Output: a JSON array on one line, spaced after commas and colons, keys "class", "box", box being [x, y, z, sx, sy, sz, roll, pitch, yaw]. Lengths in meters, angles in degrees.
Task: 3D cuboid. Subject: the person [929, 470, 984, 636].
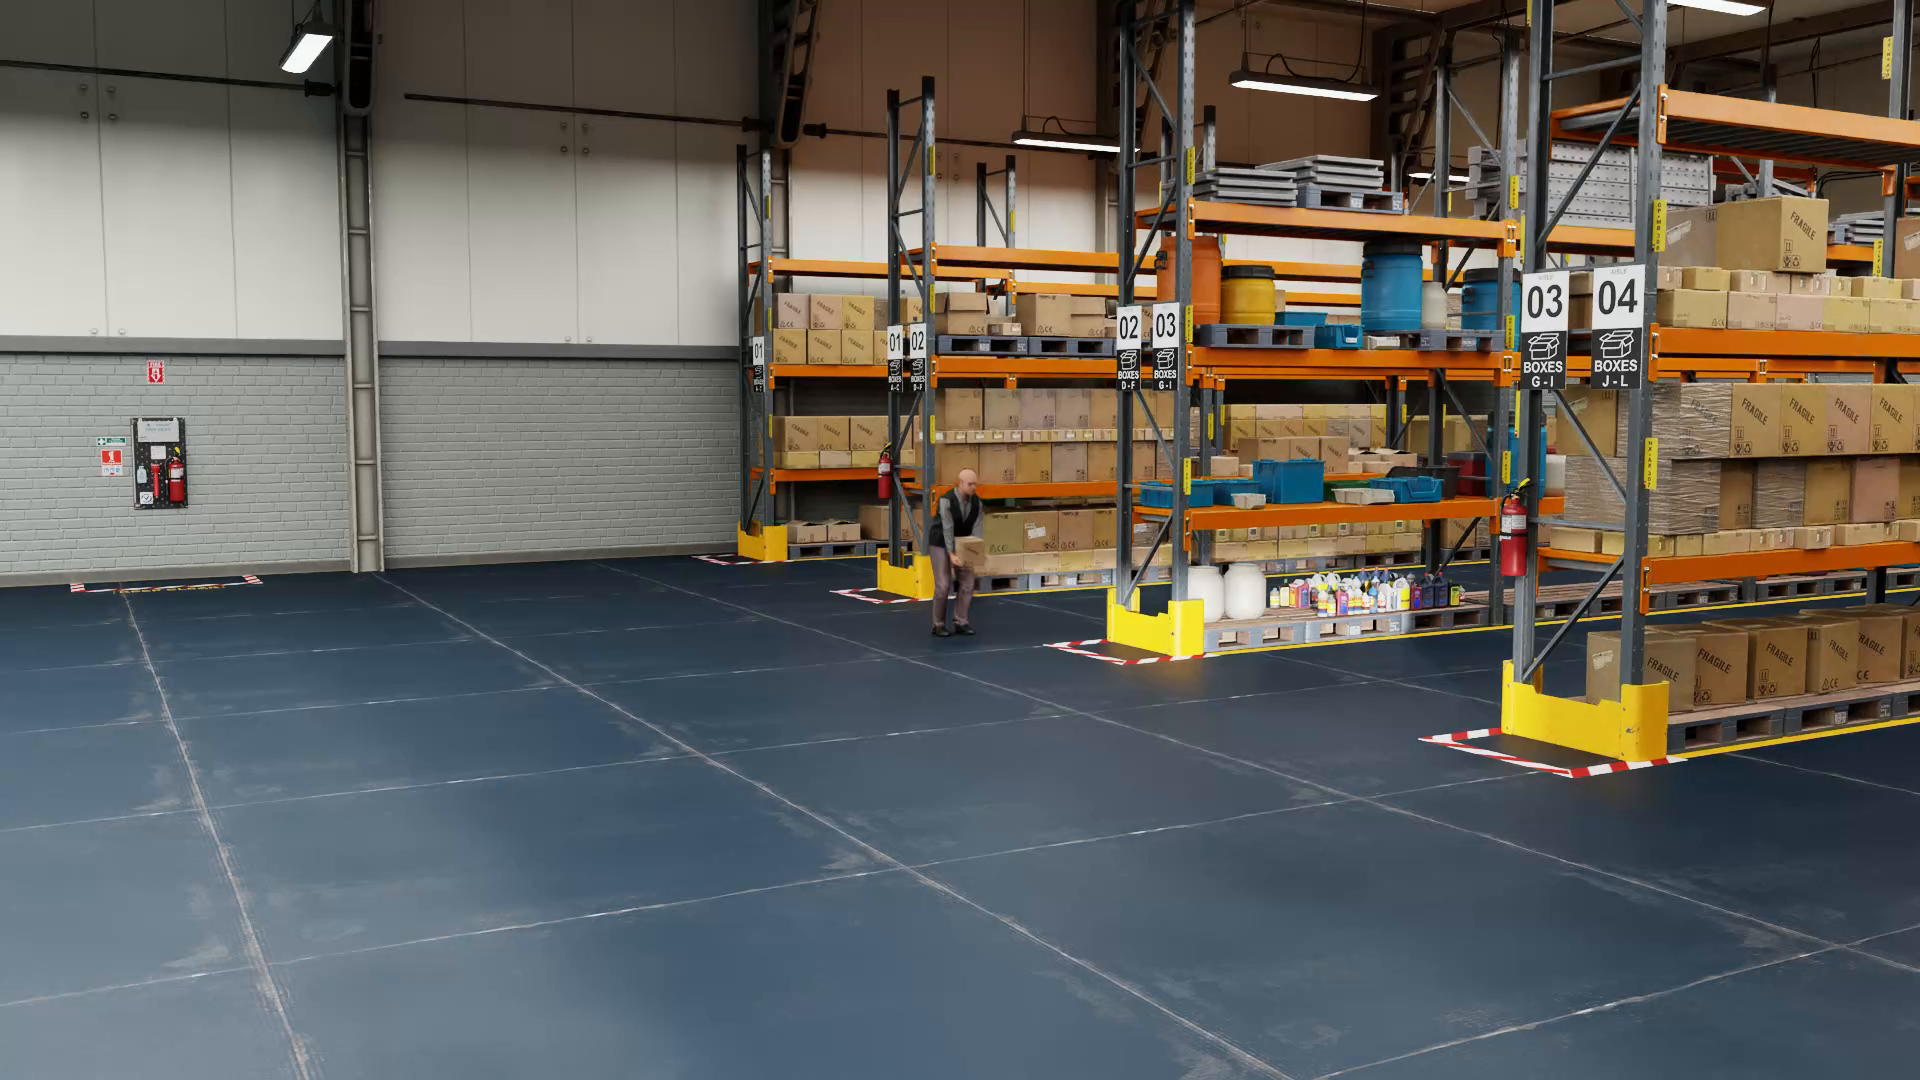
[{"class": "person", "box": [-0.019, 0.125, 16.414, 0.477, 1.648, 0.612, -3, 6, -30]}]
